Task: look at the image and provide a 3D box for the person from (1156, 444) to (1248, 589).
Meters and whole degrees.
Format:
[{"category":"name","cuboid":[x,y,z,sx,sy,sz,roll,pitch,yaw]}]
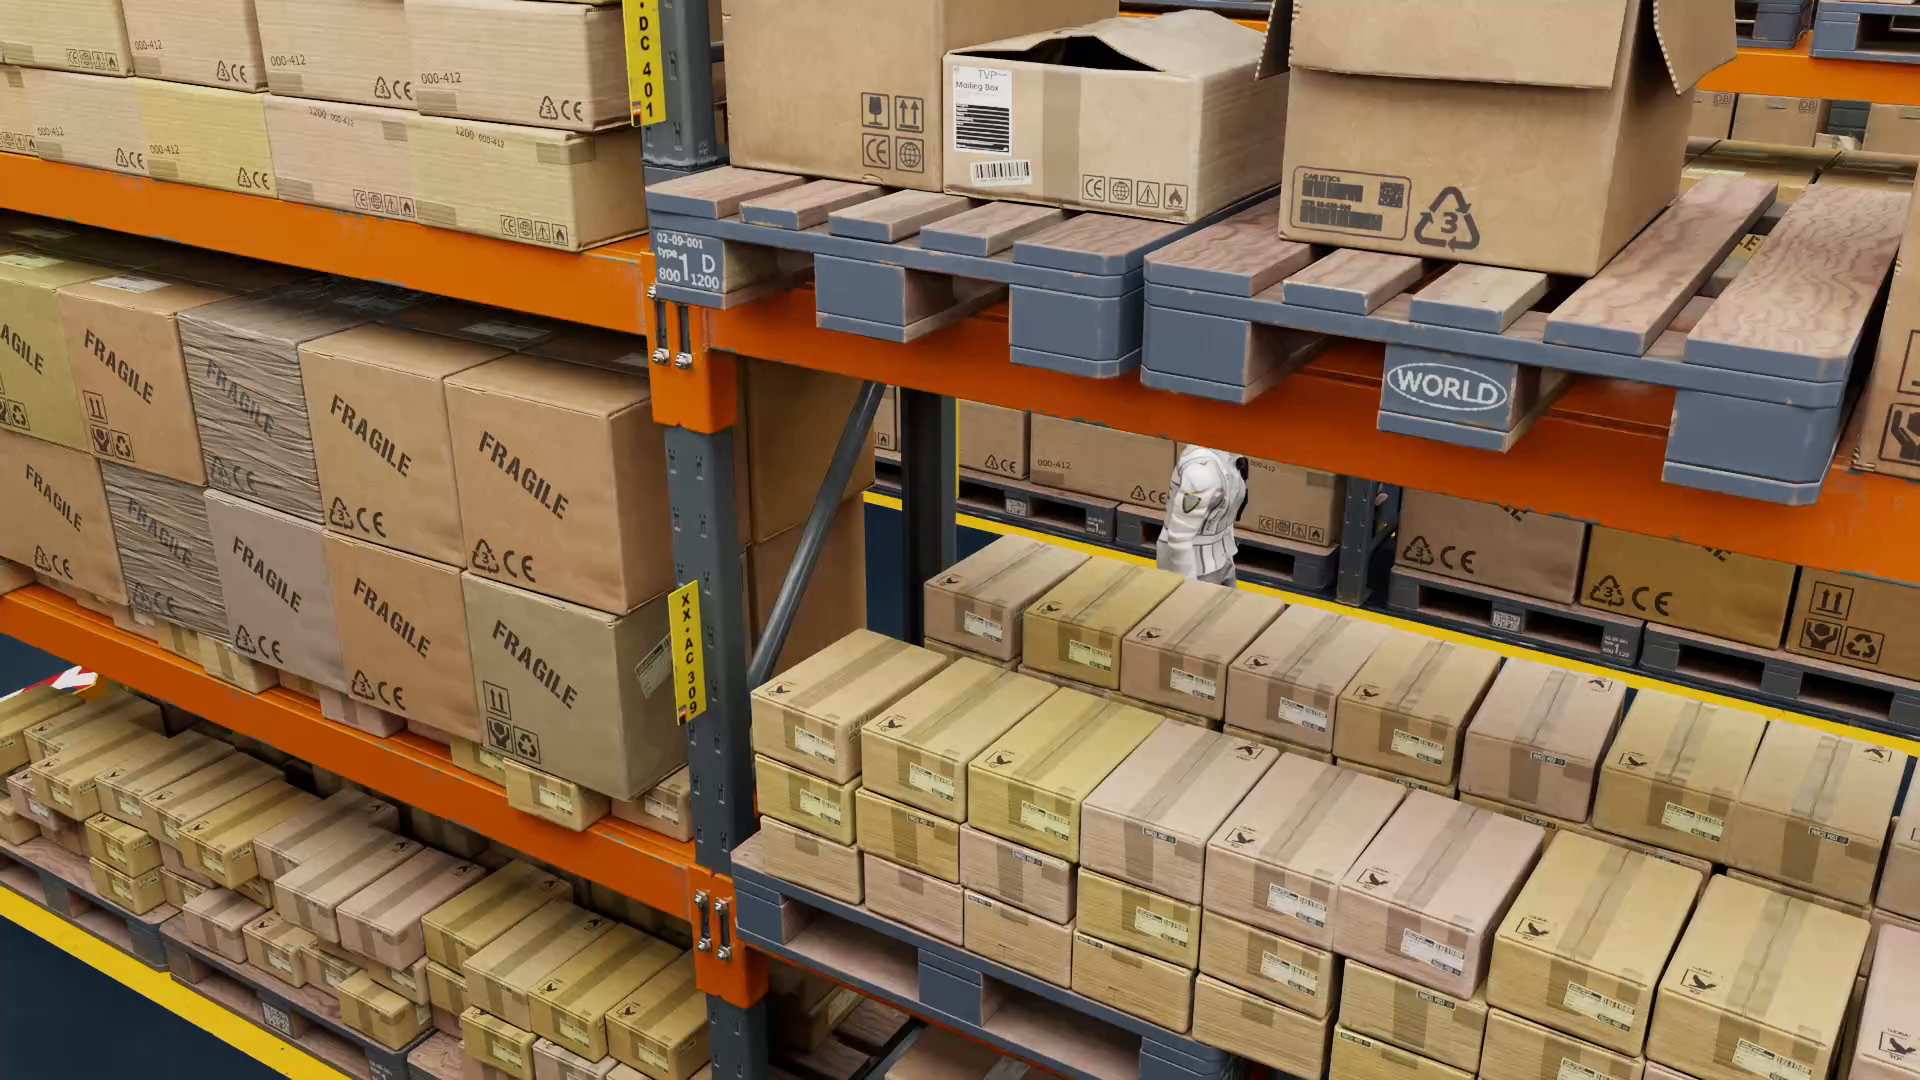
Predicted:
[{"category":"person","cuboid":[0.999,0.143,6.762,0.374,1.662,0.533,12,26,26]}]
